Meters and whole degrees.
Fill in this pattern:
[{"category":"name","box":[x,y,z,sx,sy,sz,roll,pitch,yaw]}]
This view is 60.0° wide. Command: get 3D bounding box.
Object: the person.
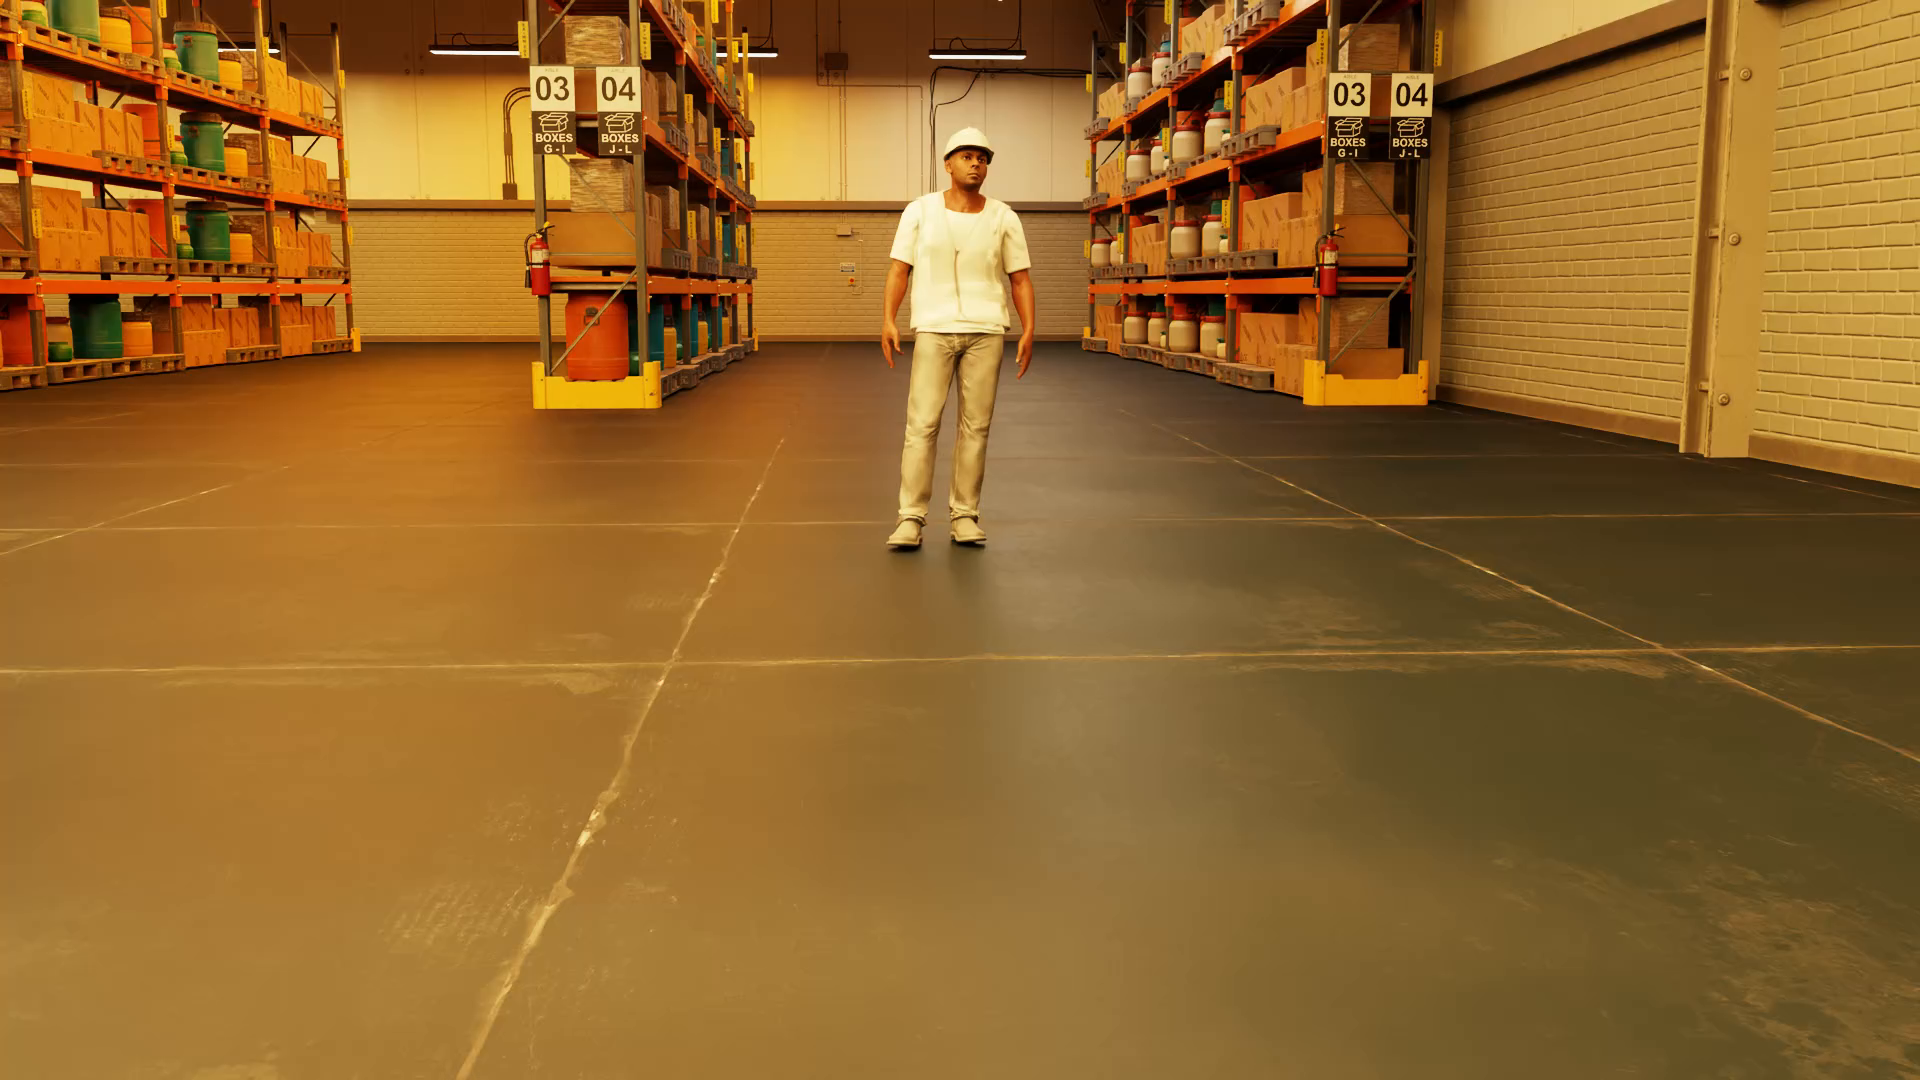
[{"category":"person","box":[-0.001,-0.871,7.110,0.665,1.768,0.575,-1,8,-4]}]
